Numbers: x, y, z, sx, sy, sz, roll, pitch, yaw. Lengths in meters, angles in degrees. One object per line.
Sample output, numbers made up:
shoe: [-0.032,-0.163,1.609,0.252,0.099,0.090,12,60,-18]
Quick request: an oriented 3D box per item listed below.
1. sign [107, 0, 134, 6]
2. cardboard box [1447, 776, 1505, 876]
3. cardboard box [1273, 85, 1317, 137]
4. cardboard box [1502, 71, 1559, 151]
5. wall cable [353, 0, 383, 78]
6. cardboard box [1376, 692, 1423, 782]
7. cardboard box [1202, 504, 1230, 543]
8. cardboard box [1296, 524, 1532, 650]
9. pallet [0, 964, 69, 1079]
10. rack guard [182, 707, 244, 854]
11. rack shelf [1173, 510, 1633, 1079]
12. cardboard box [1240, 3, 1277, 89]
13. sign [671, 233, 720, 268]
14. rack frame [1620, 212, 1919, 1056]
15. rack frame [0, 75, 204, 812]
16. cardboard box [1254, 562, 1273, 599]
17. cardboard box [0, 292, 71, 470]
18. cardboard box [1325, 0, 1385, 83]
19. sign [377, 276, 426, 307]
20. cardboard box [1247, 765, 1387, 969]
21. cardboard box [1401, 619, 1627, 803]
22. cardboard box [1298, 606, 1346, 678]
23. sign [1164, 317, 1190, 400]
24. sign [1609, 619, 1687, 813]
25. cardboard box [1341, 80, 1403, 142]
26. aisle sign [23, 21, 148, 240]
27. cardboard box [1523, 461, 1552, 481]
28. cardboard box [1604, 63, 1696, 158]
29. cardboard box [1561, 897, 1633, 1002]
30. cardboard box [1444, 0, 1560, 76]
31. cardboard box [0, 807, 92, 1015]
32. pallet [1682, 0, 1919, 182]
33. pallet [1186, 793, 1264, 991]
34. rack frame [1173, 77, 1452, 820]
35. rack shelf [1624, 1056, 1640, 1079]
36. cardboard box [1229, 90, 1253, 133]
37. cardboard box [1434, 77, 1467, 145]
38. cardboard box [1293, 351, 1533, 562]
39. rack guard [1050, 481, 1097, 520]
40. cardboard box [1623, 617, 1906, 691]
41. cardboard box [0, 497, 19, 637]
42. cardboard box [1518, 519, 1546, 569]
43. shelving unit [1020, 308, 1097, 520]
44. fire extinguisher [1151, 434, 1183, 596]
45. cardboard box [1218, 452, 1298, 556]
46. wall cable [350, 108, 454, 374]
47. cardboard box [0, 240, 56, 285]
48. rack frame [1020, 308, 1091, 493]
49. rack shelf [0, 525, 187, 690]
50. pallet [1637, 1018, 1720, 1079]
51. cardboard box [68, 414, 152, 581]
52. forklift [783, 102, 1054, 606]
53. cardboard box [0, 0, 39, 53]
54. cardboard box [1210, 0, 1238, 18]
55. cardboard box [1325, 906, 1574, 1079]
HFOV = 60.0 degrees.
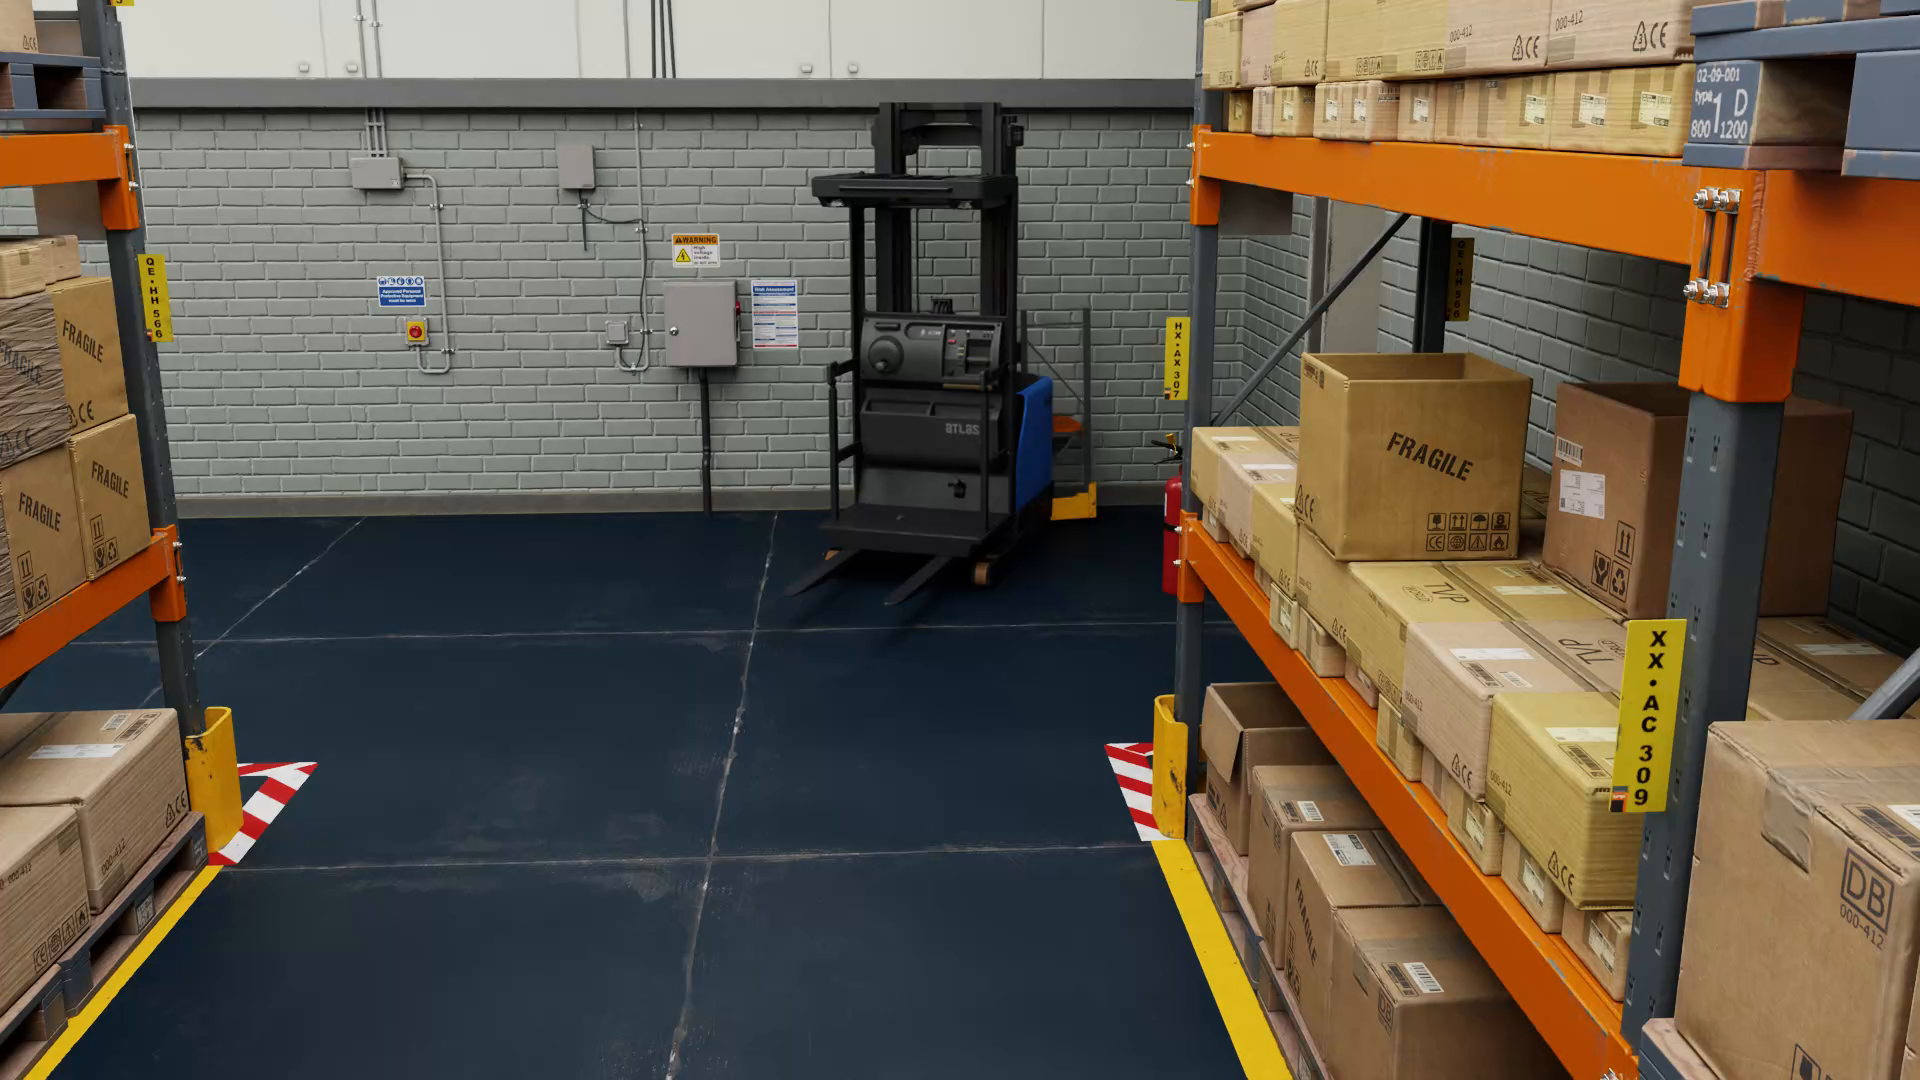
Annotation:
sign: [-3.013,-2.072,5.923,0.100,0.325,0.005,-1,14,-3]
cardboard box: [1.296,0.611,3.638,0.380,0.149,0.250,-1,14,-2]
cardboard box: [1.163,-1.293,5.015,0.380,0.149,0.250,-1,14,-4]
cardboard box: [1.309,-0.851,3.298,0.380,0.149,0.250,0,14,-2]
wall cable: [-4.189,-4.540,11.112,0.463,3.000,0.029,-1,14,-3]
cardboard box: [1.263,0.482,4.138,0.380,0.149,0.250,-1,14,-4]
cardboard box: [1.145,-0.094,6.377,0.380,0.149,0.250,-1,14,-4]
cardboard box: [1.277,0.122,4.737,0.500,0.250,0.500,-1,14,-5]
pallet: [-3.356,1.627,4.781,1.003,0.211,1.213,-1,14,-3]
rack guard: [-3.557,0.980,6.713,1.175,0.500,0.348,-1,14,-3]
rack shelf: [1.522,0.544,4.836,1.077,0.370,4.000,-1,14,-3]
cardboard box: [1.205,-1.585,5.352,0.500,0.250,0.500,-1,14,-2]
sign: [-1.891,-2.073,11.906,0.339,0.242,0.001,-1,14,-3]
rack frame: [1.646,0.693,2.813,1.000,3.000,0.127,-1,14,-3]
rack frame: [-3.556,-0.224,6.378,1.000,3.000,0.127,-1,14,-3]
cardboard box: [1.212,0.097,5.634,0.380,0.149,0.250,0,14,-2]
cardboard box: [-3.226,-0.511,5.286,0.500,0.500,0.500,-1,14,-3]
cardboard box: [1.279,-1.330,4.358,0.500,0.250,0.500,-1,14,-4]
sign: [-3.980,-1.772,11.850,0.327,0.218,0.001,-1,14,-3]
cardboard box: [1.356,1.072,5.513,0.700,0.500,0.500,0,14,-1]
cardboard box: [1.325,0.374,3.756,0.500,0.250,0.500,-1,14,-3]
cardboard box: [1.212,0.292,4.875,0.380,0.149,0.250,-1,14,-2]
sign: [0.857,-0.713,6.539,0.100,0.325,0.005,-1,14,-3]
sign: [1.105,0.284,2.666,0.100,0.325,0.005,-1,14,-3]
cardboard box: [1.204,-1.105,4.287,0.380,0.149,0.250,-1,14,-2]
aisle sign: [-3.251,-1.506,6.143,0.394,0.787,0.004,-1,14,-3]
cardboard box: [1.722,-0.135,5.734,0.500,0.250,0.500,-1,14,-3]
cardboard box: [1.329,-0.723,2.801,0.380,0.149,0.250,-1,14,-4]
cardboard box: [1.374,0.739,3.138,0.380,0.149,0.250,-1,14,-3]
cardboard box: [1.324,-1.076,3.374,0.500,0.250,0.500,-1,14,-5]
cardboard box: [-3.350,1.203,5.129,0.875,0.438,0.875,0,14,-2]
pallet: [1.616,-0.505,1.828,1.213,0.211,1.003,-1,14,-3]
pallet: [1.453,1.266,6.183,1.003,0.211,1.213,-1,14,-3]
rack frame: [1.398,-0.302,6.680,1.000,3.000,0.127,-1,14,-3]
rack shelf: [1.770,1.539,0.970,1.077,0.370,4.000,-1,14,-3]
cardboard box: [1.186,-1.550,6.015,0.380,0.149,0.250,-1,14,-2]
cardboard box: [1.311,-0.979,3.795,0.380,0.149,0.250,0,14,-2]
cardboard box: [1.251,-0.246,4.663,0.500,0.500,0.500,-1,14,-2]
rack guard: [0.692,-0.274,11.930,0.587,0.250,0.087,-4,13,-12]
cardboard box: [1.847,0.370,3.774,0.500,0.250,0.500,-1,14,-4]
cardboard box: [-3.204,0.096,4.933,0.500,0.500,0.500,0,14,-2]
cardboard box: [1.781,0.119,4.750,0.500,0.250,0.500,-1,14,-4]
shelving unit: [0.569,-0.989,12.266,0.587,1.500,1.083,-4,13,-12]
fire extinguisher: [0.928,-0.113,6.850,0.296,0.674,0.183,-1,14,-3]
cardboard box: [1.189,-0.131,5.719,0.500,0.250,0.500,-1,14,-3]
wall cable: [-3.928,-2.133,11.697,0.585,1.953,0.123,-1,14,-3]
cardboard box: [-3.294,-0.922,5.582,0.380,0.149,0.250,-1,14,-2]
rack frame: [0.682,-0.879,11.773,0.500,1.500,0.032,-4,13,-12]
rack shelf: [-3.432,0.622,4.535,1.077,0.370,4.000,-1,14,-3]
pallet: [1.587,0.986,2.058,1.003,0.211,1.213,-1,14,-3]
cardboard box: [-3.262,-0.157,5.916,0.500,0.500,0.500,-1,14,-3]
forklift: [-0.245,-1.230,10.425,1.130,2.935,3.031,4,15,16]
cardboard box: [-3.438,-1.746,5.529,0.500,0.250,0.500,-2,15,-9]
cardboard box: [1.175,-1.954,5.781,0.500,0.250,0.500,-1,14,-4]
cardboard box: [1.420,1.330,4.510,0.700,0.500,0.500,-1,14,-6]
